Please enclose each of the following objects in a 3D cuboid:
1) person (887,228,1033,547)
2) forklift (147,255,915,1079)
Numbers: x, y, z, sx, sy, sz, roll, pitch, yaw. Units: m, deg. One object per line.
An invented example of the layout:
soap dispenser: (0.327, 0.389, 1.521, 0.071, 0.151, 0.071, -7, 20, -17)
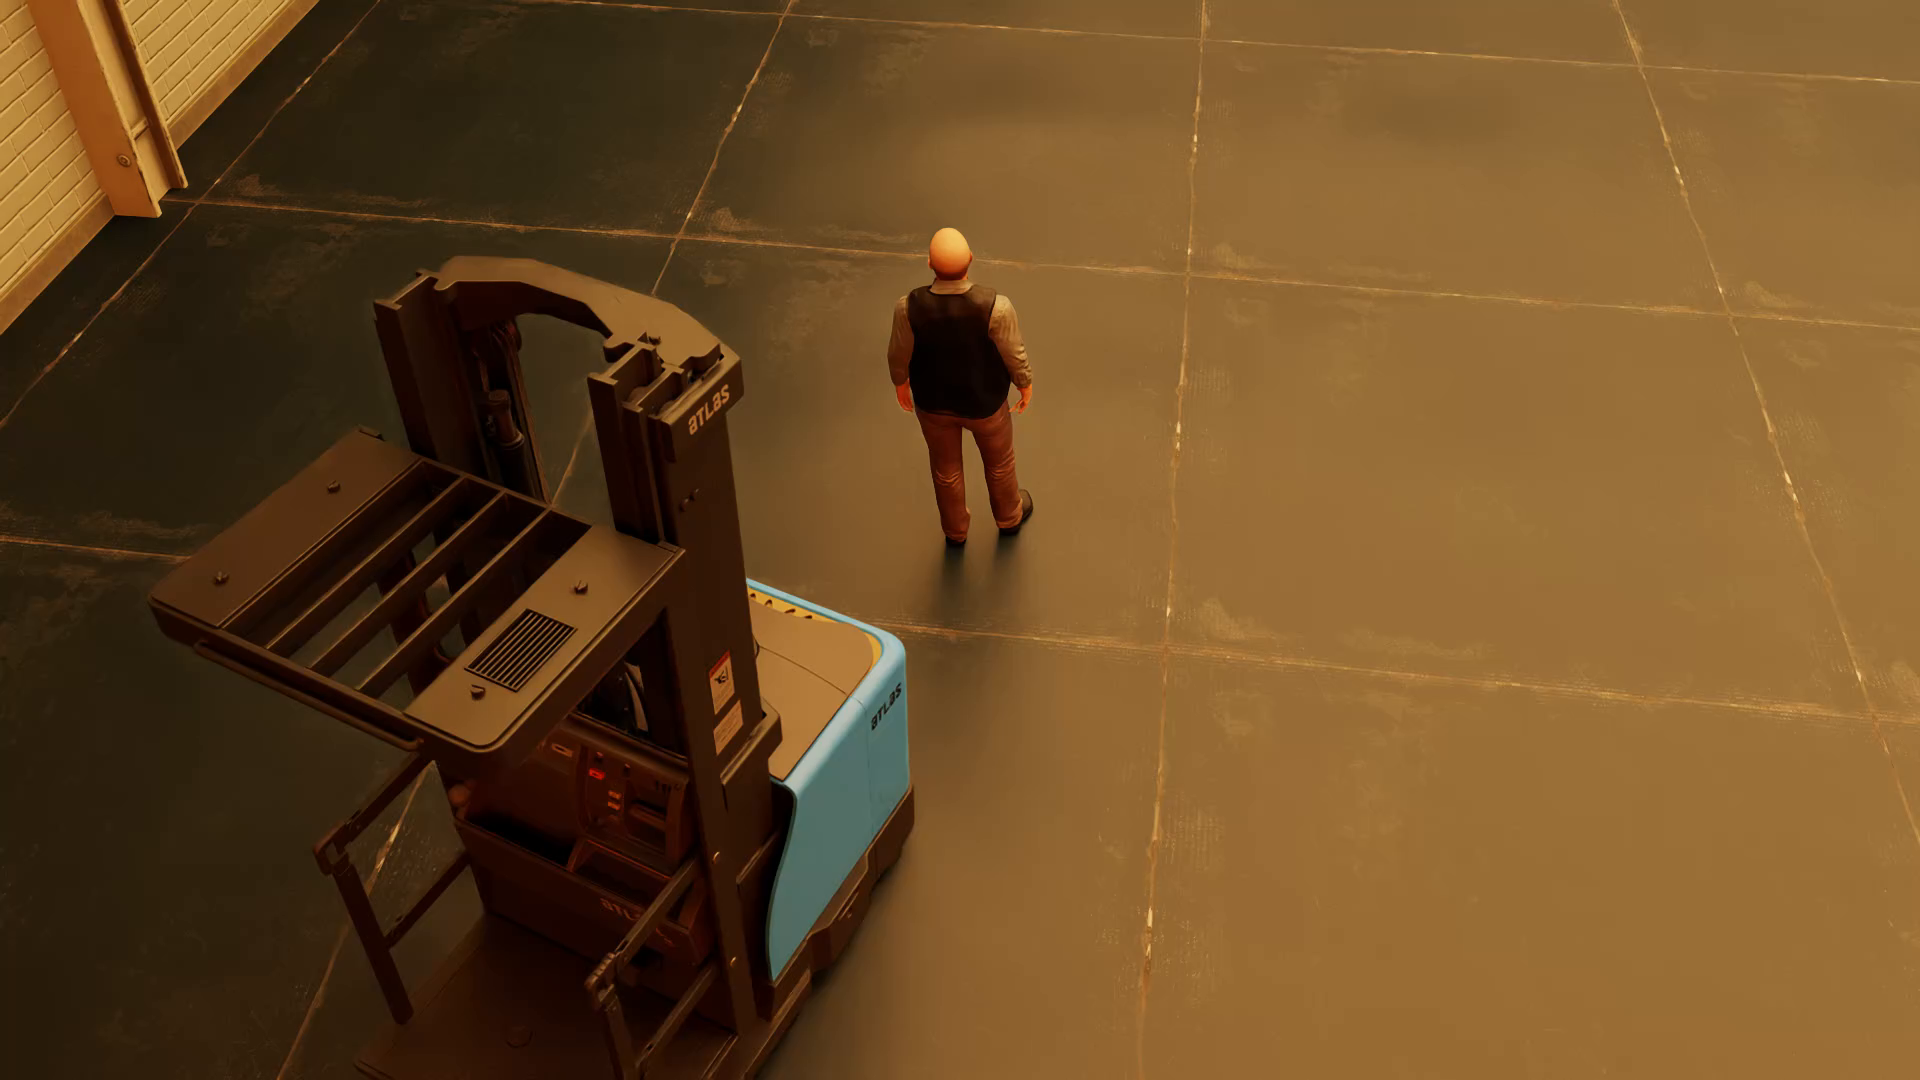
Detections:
person: (0.017, -0.680, 7.348, 0.632, 1.720, 0.568, 5, 43, 6)
forklift: (-1.312, 0.793, 4.861, 1.130, 2.935, 3.031, 20, 46, 20)
